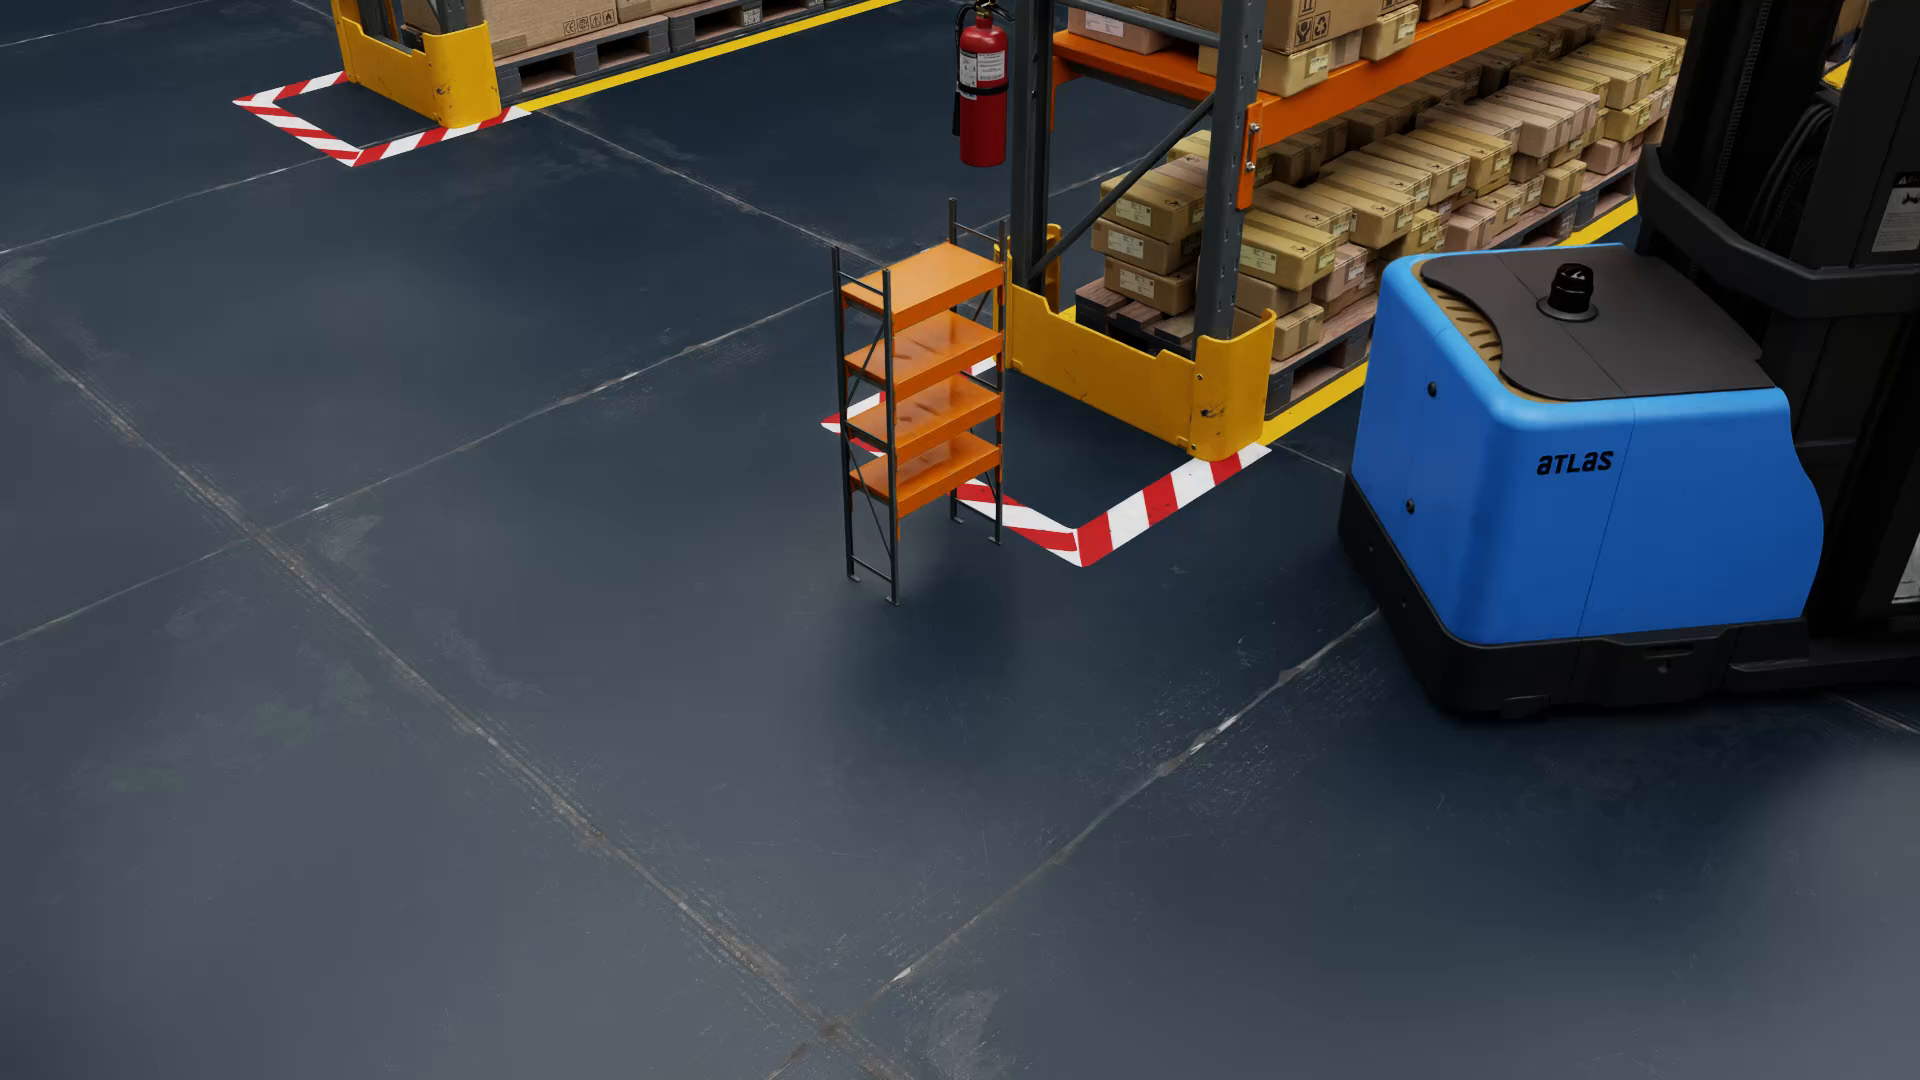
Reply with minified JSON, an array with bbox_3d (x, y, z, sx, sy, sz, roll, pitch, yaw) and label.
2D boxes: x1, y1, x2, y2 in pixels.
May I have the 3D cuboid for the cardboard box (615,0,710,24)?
[{"bbox_3d":[-1.962,-3.536,10.071,0.875,0.438,0.875,-29,44,-34],"label":"cardboard box"}]

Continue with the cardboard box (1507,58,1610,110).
[{"bbox_3d":[2.781,-2.101,7.746,0.250,0.149,0.380,-28,44,-34],"label":"cardboard box"}]

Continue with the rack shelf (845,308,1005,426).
[{"bbox_3d":[-0.117,-0.553,5.221,0.258,0.148,0.480,30,45,35],"label":"rack shelf"}]

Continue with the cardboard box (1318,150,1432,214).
[{"bbox_3d":[1.693,-1.445,6.805,0.380,0.149,0.250,27,43,33],"label":"cardboard box"}]

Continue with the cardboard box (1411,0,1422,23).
[{"bbox_3d":[1.513,-2.042,6.275,0.250,0.149,0.380,-28,43,-34],"label":"cardboard box"}]

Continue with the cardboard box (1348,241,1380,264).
[{"bbox_3d":[1.483,-1.235,6.764,0.250,0.149,0.380,-29,44,-35],"label":"cardboard box"}]

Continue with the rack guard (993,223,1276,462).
[{"bbox_3d":[0.643,-0.783,6.436,1.175,0.500,0.348,30,45,35],"label":"rack guard"}]

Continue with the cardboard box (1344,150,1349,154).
[{"bbox_3d":[1.673,-1.755,7.510,0.250,0.149,0.380,-28,43,-34],"label":"cardboard box"}]

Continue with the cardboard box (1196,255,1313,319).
[{"bbox_3d":[1.141,-1.012,6.444,0.250,0.149,0.380,-28,44,-34],"label":"cardboard box"}]

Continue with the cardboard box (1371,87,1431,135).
[{"bbox_3d":[1.898,-1.968,7.554,0.250,0.149,0.380,-30,45,-35],"label":"cardboard box"}]

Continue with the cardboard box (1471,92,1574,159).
[{"bbox_3d":[2.475,-1.840,7.371,0.380,0.149,0.250,28,44,34],"label":"cardboard box"}]

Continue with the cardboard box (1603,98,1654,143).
[{"bbox_3d":[3.053,-2.040,7.917,0.380,0.149,0.250,28,44,34],"label":"cardboard box"}]

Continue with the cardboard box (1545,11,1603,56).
[{"bbox_3d":[3.018,-2.592,8.449,0.250,0.149,0.380,-28,44,-34],"label":"cardboard box"}]

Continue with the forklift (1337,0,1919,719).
[{"bbox_3d":[2.846,-1.044,4.684,3.031,2.935,1.130,-4,35,-6],"label":"forklift"}]

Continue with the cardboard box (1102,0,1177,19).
[{"bbox_3d":[0.723,-2.227,5.973,0.500,0.500,0.500,-29,44,-35],"label":"cardboard box"}]

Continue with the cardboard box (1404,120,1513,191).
[{"bbox_3d":[2.113,-1.642,7.088,0.250,0.149,0.380,-29,44,-35],"label":"cardboard box"}]

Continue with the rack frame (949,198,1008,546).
[{"bbox_3d":[0.055,-0.524,5.452,0.240,1.200,0.015,30,45,35],"label":"rack frame"}]

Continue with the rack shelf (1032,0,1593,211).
[{"bbox_3d":[1.998,-2.294,7.047,1.077,0.370,4.000,30,45,35],"label":"rack shelf"}]

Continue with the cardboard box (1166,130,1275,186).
[{"bbox_3d":[1.092,-1.577,6.994,0.380,0.149,0.250,29,44,34],"label":"cardboard box"}]

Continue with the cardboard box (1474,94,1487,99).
[{"bbox_3d":[2.472,-2.147,8.072,0.380,0.149,0.250,27,43,33],"label":"cardboard box"}]

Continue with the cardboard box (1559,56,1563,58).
[{"bbox_3d":[2.925,-2.508,8.589,0.250,0.149,0.380,-28,43,-34],"label":"cardboard box"}]

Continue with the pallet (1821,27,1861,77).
[{"bbox_3d":[4.815,-3.072,9.970,1.003,0.211,1.213,30,45,35],"label":"pallet"}]

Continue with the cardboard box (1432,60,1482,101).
[{"bbox_3d":[2.233,-2.196,7.882,0.250,0.149,0.380,-29,44,-35],"label":"cardboard box"}]

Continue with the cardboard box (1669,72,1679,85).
[{"bbox_3d":[3.411,-2.270,8.248,0.250,0.149,0.380,-29,44,-35],"label":"cardboard box"}]

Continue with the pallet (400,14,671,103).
[{"bbox_3d":[-2.487,-2.944,9.787,1.003,0.211,1.213,30,45,35],"label":"pallet"}]

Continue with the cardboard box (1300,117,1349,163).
[{"bbox_3d":[1.470,-1.788,7.296,0.250,0.149,0.380,-28,44,-34],"label":"cardboard box"}]

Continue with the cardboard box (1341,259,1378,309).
[{"bbox_3d":[1.482,-1.107,6.840,0.250,0.149,0.380,-29,44,-35],"label":"cardboard box"}]

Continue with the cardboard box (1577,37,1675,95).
[{"bbox_3d":[3.190,-2.279,8.001,0.250,0.149,0.380,-29,44,-35],"label":"cardboard box"}]

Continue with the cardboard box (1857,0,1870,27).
[{"bbox_3d":[5.218,-3.369,9.777,0.500,0.500,0.500,27,43,33],"label":"cardboard box"}]

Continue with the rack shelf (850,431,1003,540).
[{"bbox_3d":[-0.117,-0.207,5.463,0.258,0.148,0.480,30,45,35],"label":"rack shelf"}]

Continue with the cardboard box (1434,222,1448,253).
[{"bbox_3d":[1.852,-1.309,7.129,0.380,0.149,0.250,30,45,35],"label":"cardboard box"}]

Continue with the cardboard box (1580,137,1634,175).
[{"bbox_3d":[2.990,-1.903,7.981,0.380,0.149,0.250,28,44,34],"label":"cardboard box"}]

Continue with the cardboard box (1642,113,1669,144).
[{"bbox_3d":[3.373,-2.108,8.275,0.250,0.149,0.380,-29,44,-35],"label":"cardboard box"}]

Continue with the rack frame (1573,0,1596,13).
[{"bbox_3d":[3.407,-3.401,8.005,1.000,3.000,0.127,30,45,35],"label":"rack frame"}]

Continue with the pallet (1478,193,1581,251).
[{"bbox_3d":[2.100,-1.473,7.678,1.003,0.211,1.213,30,45,35],"label":"pallet"}]

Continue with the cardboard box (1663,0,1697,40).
[{"bbox_3d":[4.116,-2.741,8.877,0.500,0.500,0.500,-28,44,-34],"label":"cardboard box"}]

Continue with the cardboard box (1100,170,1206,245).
[{"bbox_3d":[0.782,-1.342,6.656,0.250,0.149,0.380,-29,44,-35],"label":"cardboard box"}]

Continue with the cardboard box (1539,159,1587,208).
[{"bbox_3d":[2.644,-1.688,7.673,0.380,0.149,0.250,29,44,35],"label":"cardboard box"}]

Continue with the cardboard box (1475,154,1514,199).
[{"bbox_3d":[2.220,-1.674,7.393,0.250,0.149,0.380,-28,43,-34],"label":"cardboard box"}]

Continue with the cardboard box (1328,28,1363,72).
[{"bbox_3d":[1.200,-1.794,5.920,0.250,0.149,0.380,-28,44,-34],"label":"cardboard box"}]

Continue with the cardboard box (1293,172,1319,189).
[{"bbox_3d":[1.386,-1.511,7.160,0.380,0.149,0.250,29,44,35],"label":"cardboard box"}]

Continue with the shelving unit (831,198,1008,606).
[{"bbox_3d":[-0.117,-0.425,5.310,0.258,1.200,0.503,30,45,35],"label":"shelving unit"}]

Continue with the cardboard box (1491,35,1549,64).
[{"bbox_3d":[2.638,-2.381,8.148,0.380,0.149,0.250,29,44,35],"label":"cardboard box"}]

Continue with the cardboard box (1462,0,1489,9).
[{"bbox_3d":[1.915,-2.231,6.546,0.380,0.149,0.250,29,44,34],"label":"cardboard box"}]

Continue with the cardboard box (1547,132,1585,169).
[{"bbox_3d":[2.641,-1.866,7.668,0.250,0.149,0.380,-29,44,-35],"label":"cardboard box"}]

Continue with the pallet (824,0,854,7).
[{"bbox_3d":[-0.768,-3.934,11.207,1.003,0.211,1.213,30,45,35],"label":"pallet"}]

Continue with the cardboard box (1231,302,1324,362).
[{"bbox_3d":[1.186,-0.864,6.492,0.250,0.149,0.380,-29,44,-35],"label":"cardboard box"}]

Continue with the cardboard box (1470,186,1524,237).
[{"bbox_3d":[2.266,-1.498,7.400,0.380,0.149,0.250,30,45,35],"label":"cardboard box"}]

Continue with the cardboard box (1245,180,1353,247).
[{"bbox_3d":[1.308,-1.261,6.540,0.250,0.149,0.380,-29,44,-35],"label":"cardboard box"}]

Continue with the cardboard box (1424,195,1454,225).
[{"bbox_3d":[1.860,-1.442,7.060,0.380,0.149,0.250,27,43,33],"label":"cardboard box"}]

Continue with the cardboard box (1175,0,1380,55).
[{"bbox_3d":[1.102,-2.012,5.665,0.500,0.500,0.500,-28,43,-34],"label":"cardboard box"}]
